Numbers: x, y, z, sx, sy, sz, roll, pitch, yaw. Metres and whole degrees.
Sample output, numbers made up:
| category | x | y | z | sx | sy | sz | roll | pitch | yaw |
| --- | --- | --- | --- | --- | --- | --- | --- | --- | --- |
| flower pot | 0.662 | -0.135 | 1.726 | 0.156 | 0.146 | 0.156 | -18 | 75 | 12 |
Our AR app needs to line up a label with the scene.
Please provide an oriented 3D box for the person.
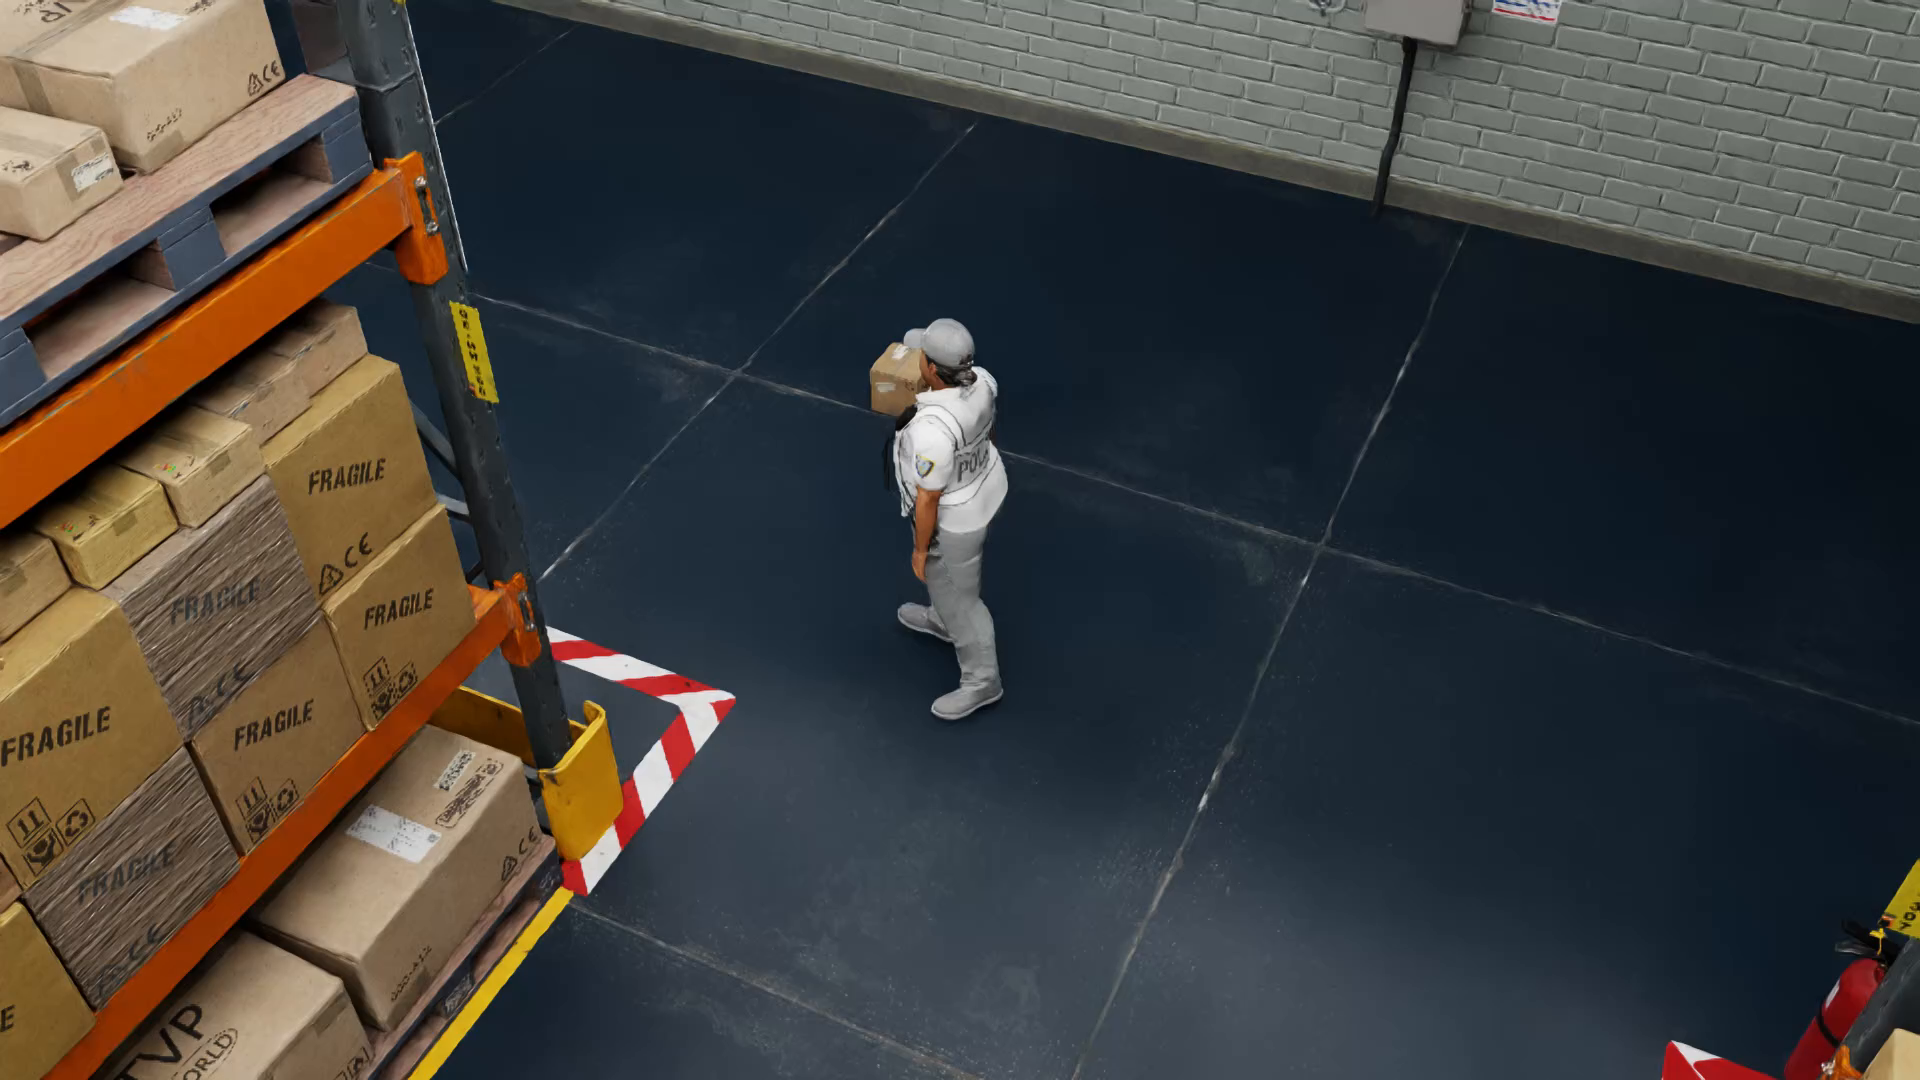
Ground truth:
| category | x | y | z | sx | sy | sz | roll | pitch | yaw |
| --- | --- | --- | --- | --- | --- | --- | --- | --- | --- |
| person | -0.044 | -0.136 | 6.289 | 0.582 | 1.650 | 0.681 | 16 | 45 | 17 |
